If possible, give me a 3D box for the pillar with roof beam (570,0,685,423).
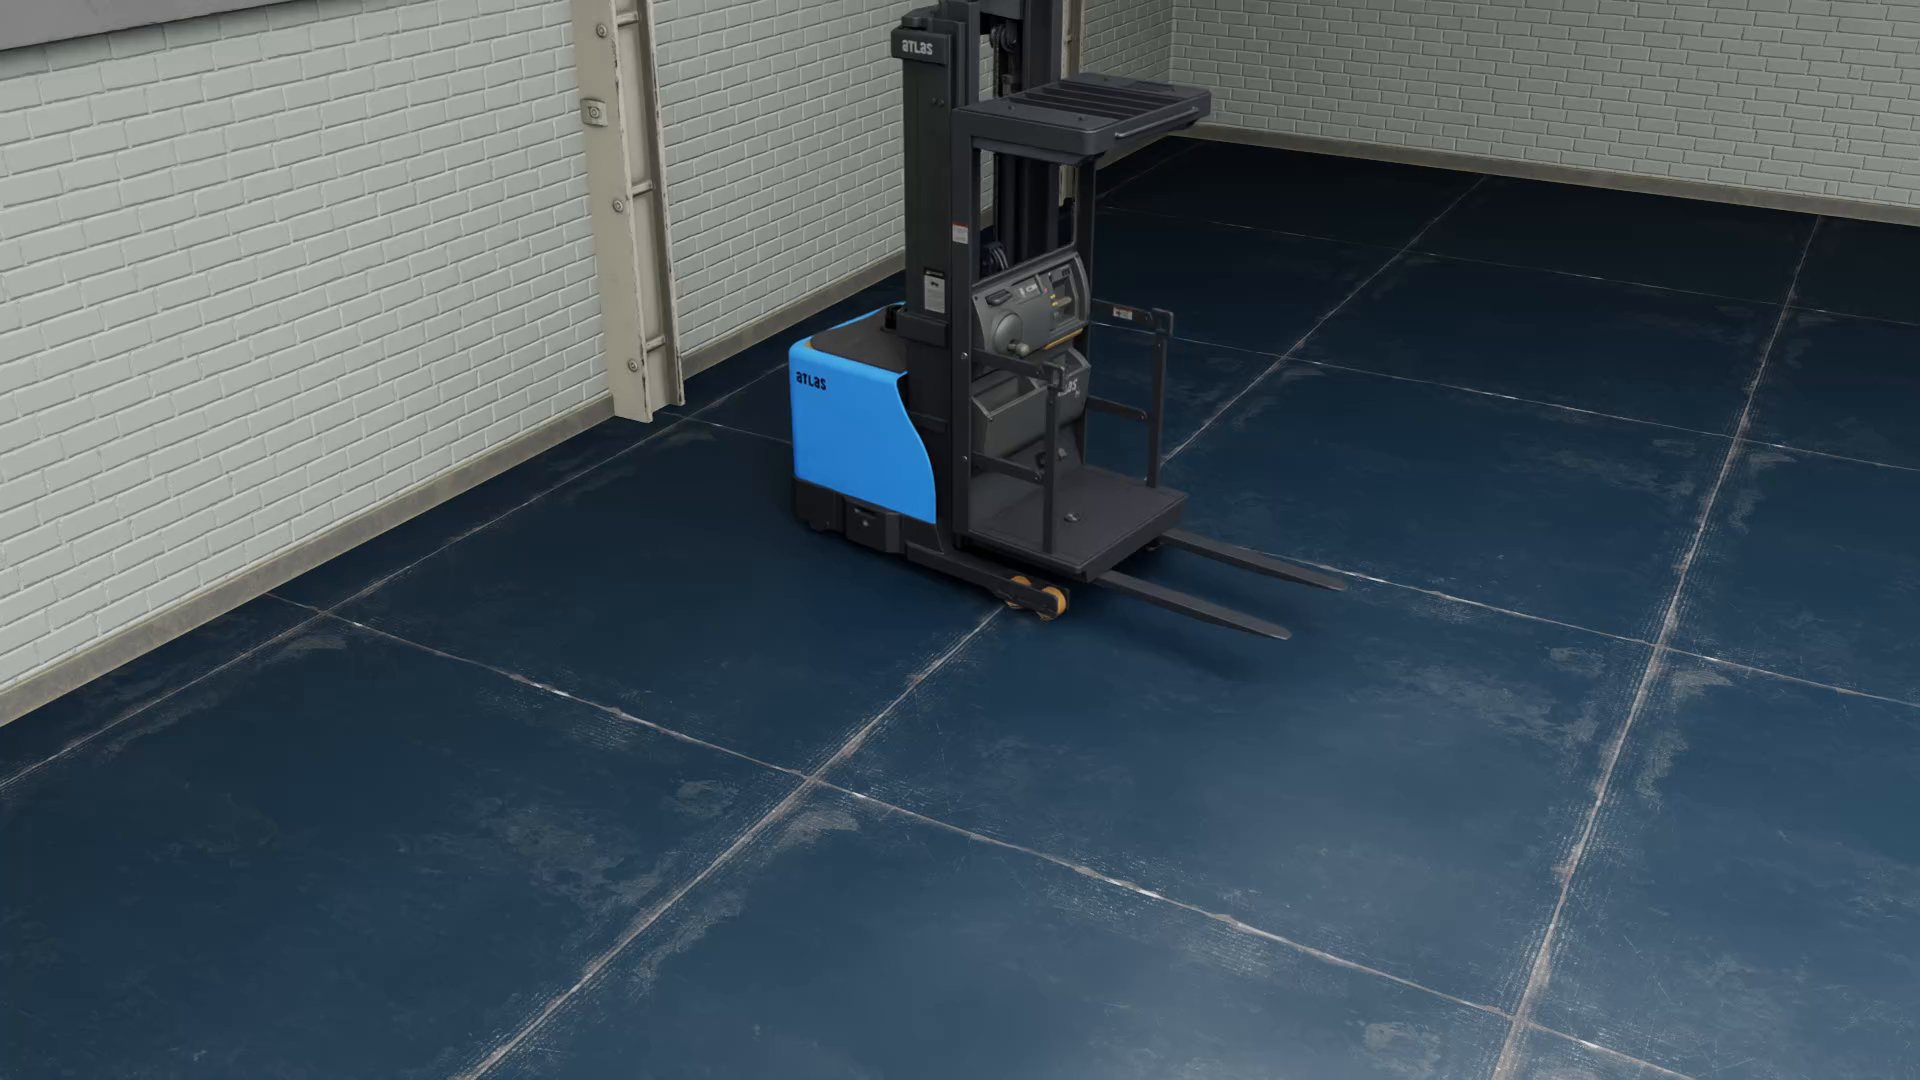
[{"bbox_3d":[1.691,-3.943,7.075,9.100,9.000,0.400,14,30,26],"label":"pillar with roof beam"}]

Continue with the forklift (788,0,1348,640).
[{"bbox_3d":[0.534,-1.174,8.321,3.031,2.935,1.130,19,32,33],"label":"forklift"}]

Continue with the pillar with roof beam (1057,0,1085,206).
[{"bbox_3d":[4.642,-6.282,11.746,9.100,9.000,0.400,14,30,26],"label":"pillar with roof beam"}]
